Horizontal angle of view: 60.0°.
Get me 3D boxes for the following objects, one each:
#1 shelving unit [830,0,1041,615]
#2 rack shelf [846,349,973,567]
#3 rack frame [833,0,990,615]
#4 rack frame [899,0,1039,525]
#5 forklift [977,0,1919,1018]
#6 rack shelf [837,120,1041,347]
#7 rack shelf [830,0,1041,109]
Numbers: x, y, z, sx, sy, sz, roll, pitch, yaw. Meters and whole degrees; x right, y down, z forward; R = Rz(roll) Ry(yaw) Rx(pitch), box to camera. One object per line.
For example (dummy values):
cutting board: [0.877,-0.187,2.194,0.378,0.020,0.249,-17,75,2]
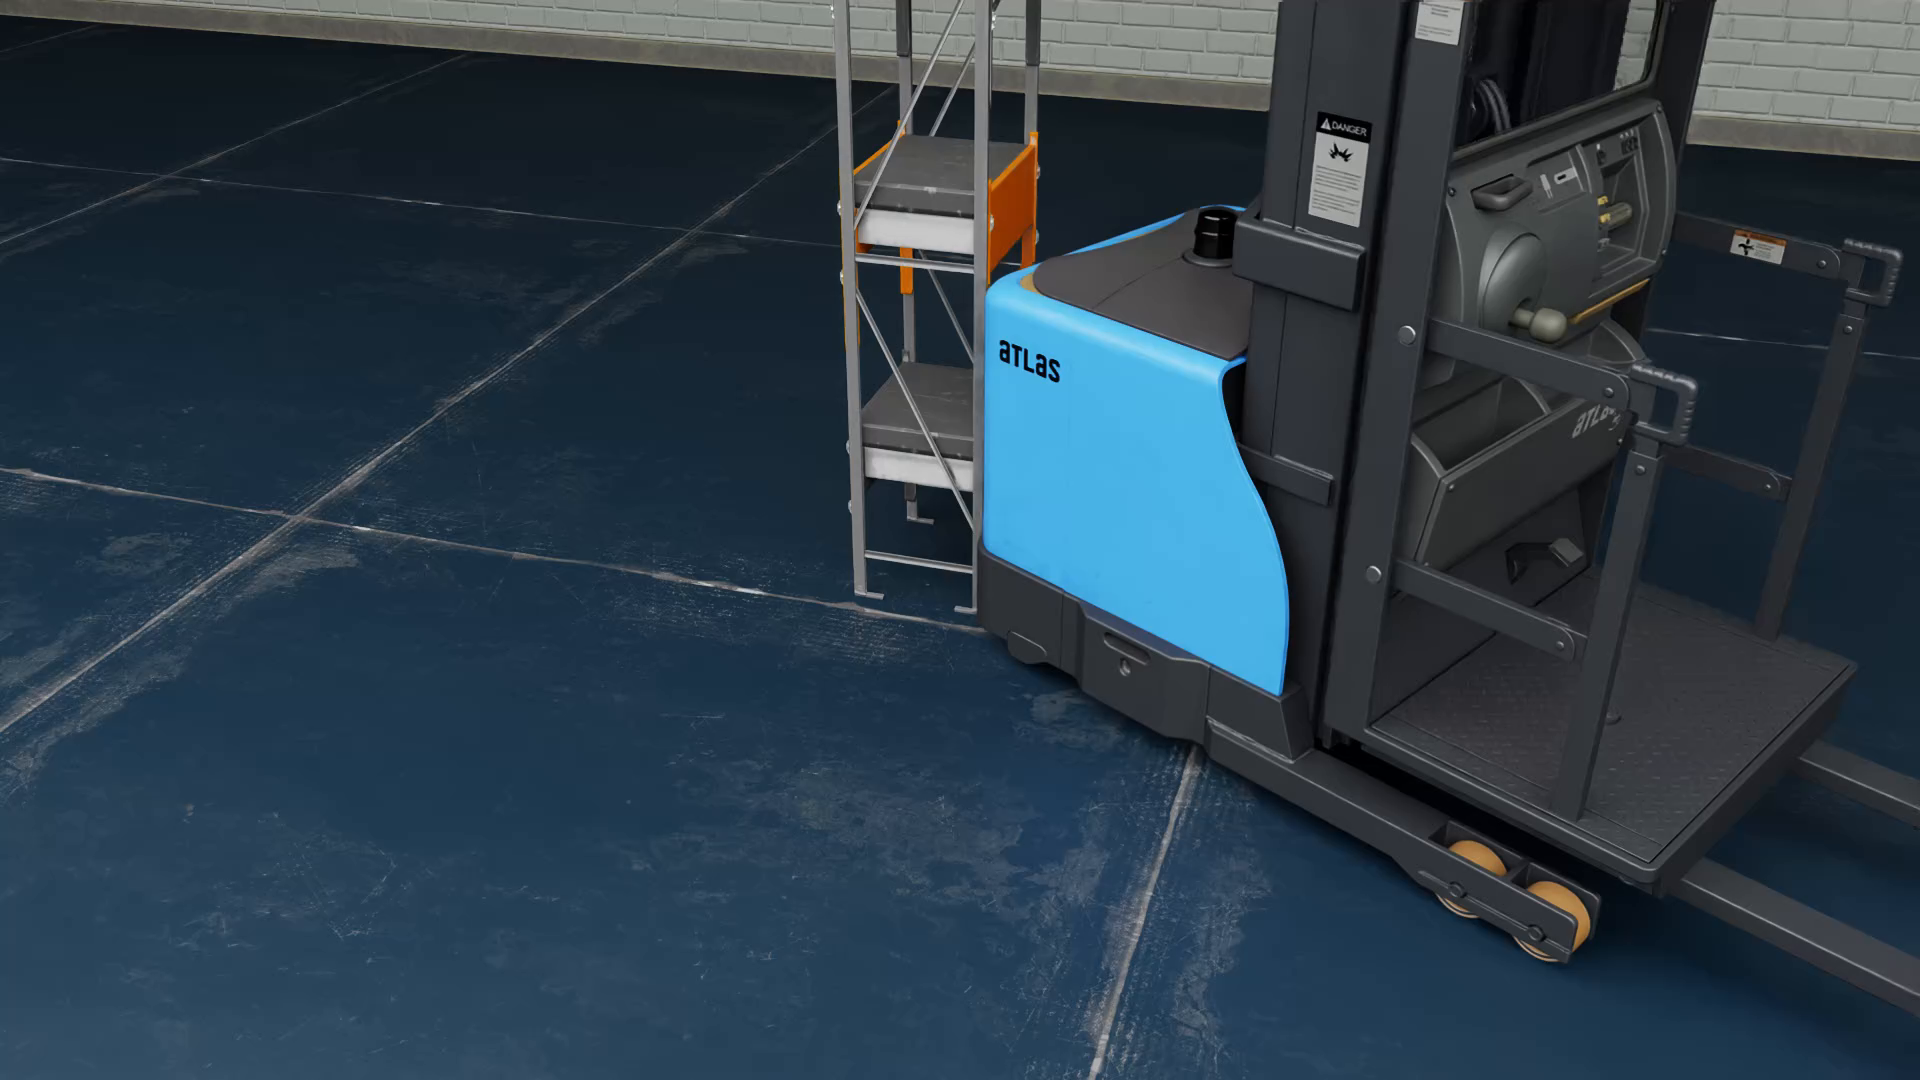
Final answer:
shelving unit: [-0.049,-0.841,4.601,0.431,2.100,0.503,8,30,15]
rack shelf: [-0.049,-0.217,4.948,0.431,0.518,0.480,8,30,15]
rack frame: [-0.120,-0.727,4.397,0.400,2.100,0.015,8,30,15]
rack frame: [0.023,-0.954,4.805,0.400,2.100,0.015,8,30,15]
forklift: [1.437,-0.653,3.409,1.130,2.935,3.031,-25,38,-38]
rack shelf: [-0.049,-0.829,4.608,0.431,0.518,0.480,8,30,15]
rack shelf: [-0.049,-1.440,4.268,0.431,0.518,0.480,8,30,15]
